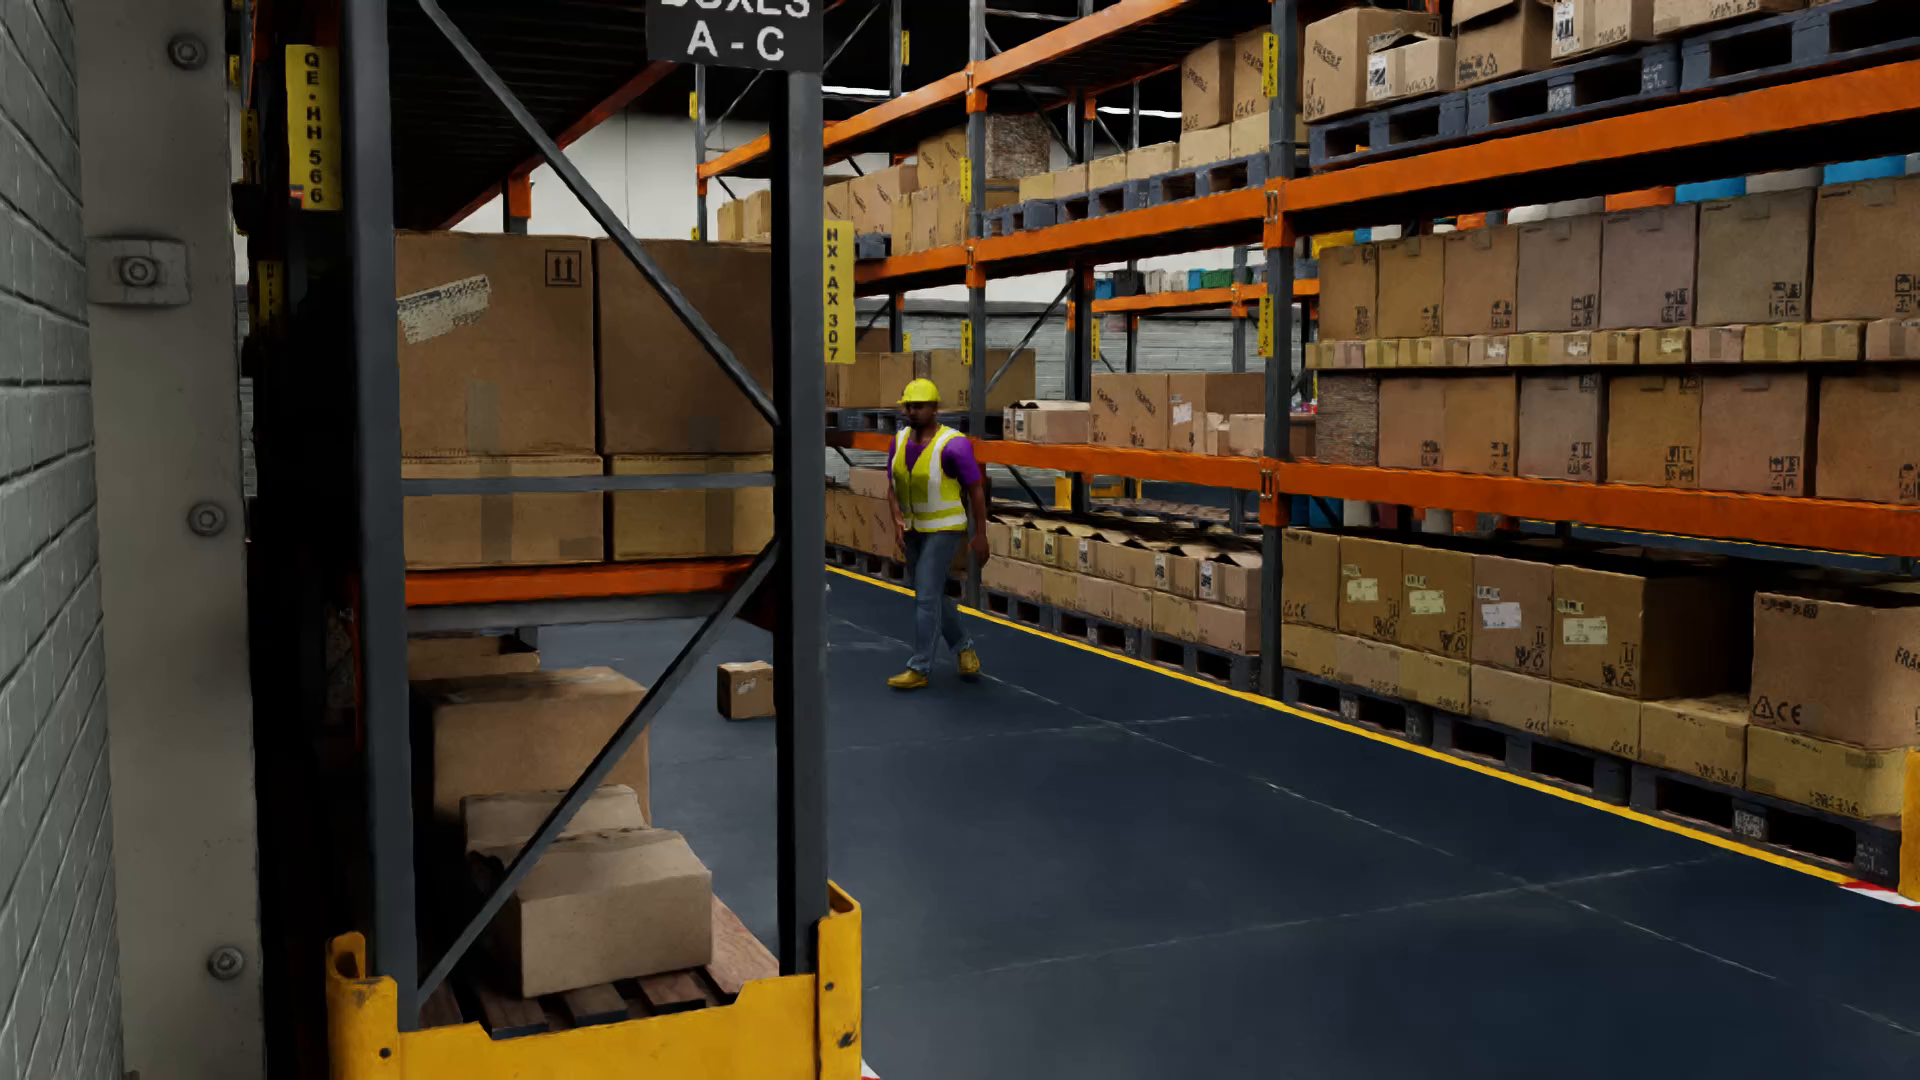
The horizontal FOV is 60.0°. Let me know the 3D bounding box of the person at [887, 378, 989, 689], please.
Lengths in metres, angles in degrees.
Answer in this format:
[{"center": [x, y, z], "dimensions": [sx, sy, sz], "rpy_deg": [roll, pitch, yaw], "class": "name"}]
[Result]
[{"center": [-0.107, -0.043, 9.523], "dimensions": [0.599, 1.756, 0.755], "rpy_deg": [5, 7, 43], "class": "person"}]
